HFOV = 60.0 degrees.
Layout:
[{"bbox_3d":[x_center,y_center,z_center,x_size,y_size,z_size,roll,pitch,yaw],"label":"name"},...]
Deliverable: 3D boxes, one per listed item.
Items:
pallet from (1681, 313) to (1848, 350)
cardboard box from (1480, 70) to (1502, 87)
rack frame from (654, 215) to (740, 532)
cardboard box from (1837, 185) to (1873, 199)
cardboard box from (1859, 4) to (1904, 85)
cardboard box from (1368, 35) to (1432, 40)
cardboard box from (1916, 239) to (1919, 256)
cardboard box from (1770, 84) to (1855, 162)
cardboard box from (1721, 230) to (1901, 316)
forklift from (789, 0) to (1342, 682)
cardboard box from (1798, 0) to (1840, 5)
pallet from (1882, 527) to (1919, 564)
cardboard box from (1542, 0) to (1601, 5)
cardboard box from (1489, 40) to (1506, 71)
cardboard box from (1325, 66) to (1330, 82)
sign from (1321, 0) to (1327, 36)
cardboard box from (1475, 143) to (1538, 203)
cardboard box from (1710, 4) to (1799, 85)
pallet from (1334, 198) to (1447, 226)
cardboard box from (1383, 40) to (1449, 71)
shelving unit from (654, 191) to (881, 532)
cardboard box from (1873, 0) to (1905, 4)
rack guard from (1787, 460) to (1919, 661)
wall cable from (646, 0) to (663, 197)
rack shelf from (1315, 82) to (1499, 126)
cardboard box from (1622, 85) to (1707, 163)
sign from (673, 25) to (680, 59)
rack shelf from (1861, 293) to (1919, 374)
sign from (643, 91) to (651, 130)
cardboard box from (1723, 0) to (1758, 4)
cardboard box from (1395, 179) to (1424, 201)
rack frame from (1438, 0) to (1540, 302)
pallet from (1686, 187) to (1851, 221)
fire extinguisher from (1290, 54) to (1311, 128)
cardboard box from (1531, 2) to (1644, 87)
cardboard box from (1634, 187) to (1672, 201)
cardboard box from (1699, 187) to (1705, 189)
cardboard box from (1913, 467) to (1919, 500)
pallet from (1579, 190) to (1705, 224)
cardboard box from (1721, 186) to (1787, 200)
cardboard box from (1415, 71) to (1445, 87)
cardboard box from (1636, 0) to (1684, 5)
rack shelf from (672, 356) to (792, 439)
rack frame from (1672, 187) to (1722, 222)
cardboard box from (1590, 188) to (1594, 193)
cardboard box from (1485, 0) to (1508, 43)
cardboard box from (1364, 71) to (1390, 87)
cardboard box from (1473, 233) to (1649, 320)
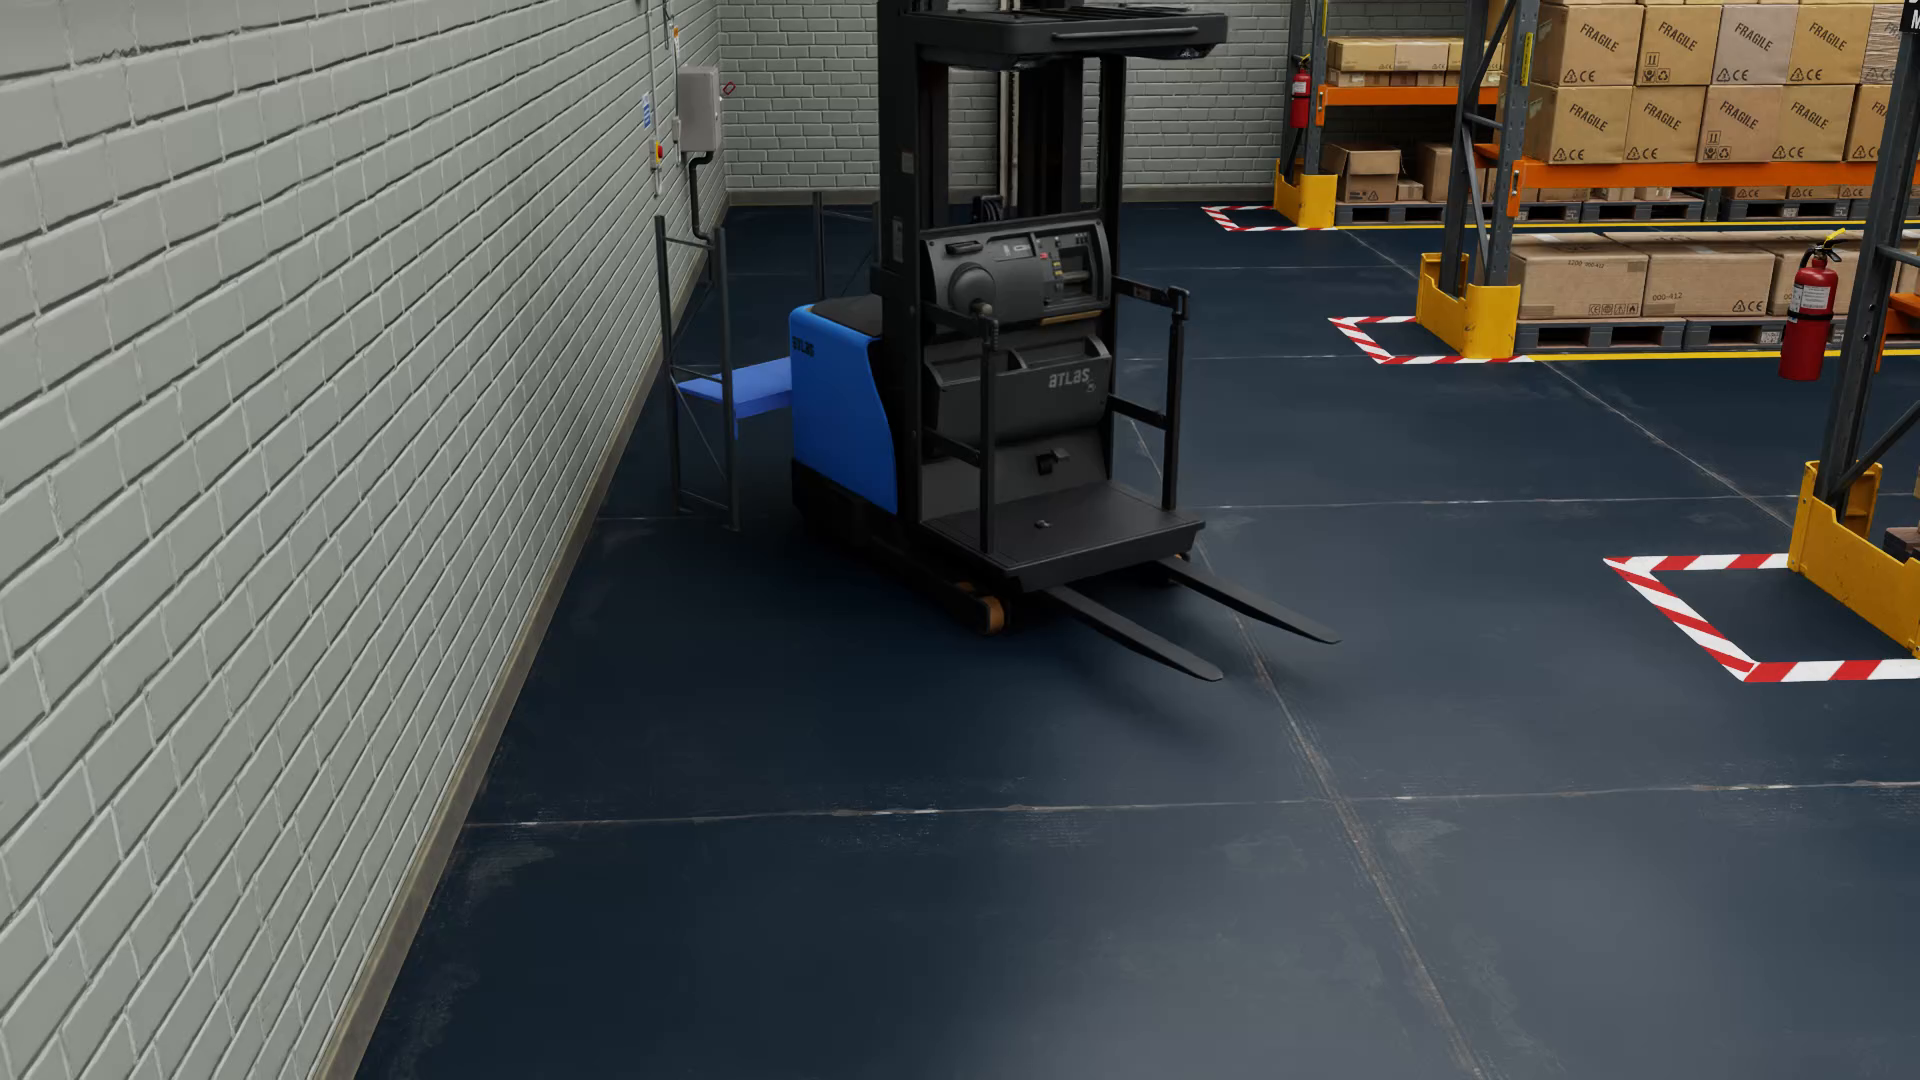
[{"bbox_3d":[5.629,-1.612,12.059,1.213,0.211,1.003,-1,21,-3],"label":"pallet"},{"bbox_3d":[4.966,-4.411,15.845,0.250,0.149,0.380,-2,21,-5],"label":"cardboard box"},{"bbox_3d":[-1.282,-0.804,8.124,0.500,1.500,0.032,19,28,40],"label":"rack frame"},{"bbox_3d":[8.852,-3.673,16.476,0.500,0.500,0.500,-2,21,-5],"label":"cardboard box"},{"bbox_3d":[6.143,-3.314,11.065,0.500,0.500,0.500,-1,21,-2],"label":"cardboard box"},{"bbox_3d":[4.292,-4.794,16.289,0.500,0.250,0.500,-1,21,-3],"label":"cardboard box"},{"bbox_3d":[4.437,-1.378,6.965,0.500,0.500,0.500,-1,21,-2],"label":"cardboard box"},{"bbox_3d":[5.627,-2.842,11.231,0.500,0.500,0.500,0,21,-1],"label":"cardboard box"},{"bbox_3d":[6.087,-1.935,11.998,0.875,0.438,0.875,-2,21,-5],"label":"cardboard box"},{"bbox_3d":[0.380,-1.158,7.043,1.130,2.935,3.031,-13,24,-31],"label":"forklift"},{"bbox_3d":[5.541,-3.590,10.878,0.250,0.149,0.380,-2,21,-4],"label":"cardboard box"},{"bbox_3d":[4.892,0.206,7.283,1.213,0.211,1.003,-1,21,-3],"label":"pallet"},{"bbox_3d":[3.990,-3.574,10.835,0.250,0.149,0.380,-1,21,-2],"label":"cardboard box"},{"bbox_3d":[5.320,-4.633,15.867,0.500,0.250,0.500,-2,21,-4],"label":"cardboard box"},{"bbox_3d":[3.648,-4.596,16.329,0.250,0.149,0.380,-1,21,-4],"label":"cardboard box"},{"bbox_3d":[3.364,-4.823,15.356,0.005,0.325,0.100,-1,21,-3],"label":"sign"},{"bbox_3d":[5.338,-3.597,16.275,0.500,0.500,0.500,-1,21,-2],"label":"cardboard box"},{"bbox_3d":[5.144,-3.297,11.018,0.500,0.500,0.500,-1,21,-3],"label":"cardboard box"},{"bbox_3d":[4.205,-3.326,16.560,1.213,0.211,1.003,-1,21,-3],"label":"pallet"},{"bbox_3d":[4.305,-4.604,15.790,0.500,0.250,0.500,-1,21,-2],"label":"cardboard box"},{"bbox_3d":[-0.931,-0.935,8.468,0.538,1.500,1.048,19,28,40],"label":"shelving unit"},{"bbox_3d":[6.044,-3.623,10.965,0.250,0.149,0.380,-2,21,-4],"label":"cardboard box"},{"bbox_3d":[4.079,0.075,7.221,0.348,0.500,1.175,-1,21,-3],"label":"rack guard"},{"bbox_3d":[-2.008,-3.214,10.876,0.123,1.953,0.585,-1,21,-3],"label":"wall cable"},{"bbox_3d":[5.330,-4.315,16.251,4.000,0.370,1.077,-1,21,-3],"label":"rack shelf"},{"bbox_3d":[4.619,-2.822,11.178,0.500,0.500,0.500,-1,21,-4],"label":"cardboard box"},{"bbox_3d":[-2.186,-3.836,12.821,0.001,0.242,0.339,-1,21,-3],"label":"sign"},{"bbox_3d":[6.000,-0.796,7.007,4.000,0.370,1.077,-1,21,-3],"label":"rack shelf"},{"bbox_3d":[-2.067,-2.833,10.966,0.001,0.218,0.327,-1,21,-3],"label":"sign"},{"bbox_3d":[5.035,-3.605,10.916,0.250,0.149,0.380,-1,21,-3],"label":"cardboard box"},{"bbox_3d":[4.375,-3.448,16.379,0.250,0.149,0.380,-2,21,-5],"label":"cardboard box"},{"bbox_3d":[3.620,-2.848,11.385,0.127,3.000,1.000,-1,21,-3],"label":"rack frame"},{"bbox_3d":[8.136,-3.419,16.804,1.213,0.211,1.003,-1,21,-3],"label":"pallet"},{"bbox_3d":[3.212,-4.233,15.657,0.183,0.674,0.296,-1,21,-3],"label":"fire extinguisher"},{"bbox_3d":[4.115,-3.270,10.949,0.500,0.500,0.500,-2,21,-4],"label":"cardboard box"},{"bbox_3d":[6.787,-3.441,16.358,0.250,0.149,0.380,-2,21,-5],"label":"cardboard box"},{"bbox_3d":[7.800,-3.835,16.902,0.500,0.500,0.500,-1,21,-3],"label":"cardboard box"},{"bbox_3d":[4.514,-0.206,7.446,0.250,0.149,0.380,-2,21,-5],"label":"cardboard box"},{"bbox_3d":[6.641,-3.375,16.690,1.213,0.211,1.003,-1,21,-3],"label":"pallet"},{"bbox_3d":[7.822,-3.650,16.416,0.500,0.500,0.500,0,21,-1],"label":"cardboard box"},{"bbox_3d":[4.444,-4.425,15.882,0.250,0.149,0.380,-1,21,-1],"label":"cardboard box"},{"bbox_3d":[4.514,-3.569,10.822,0.250,0.149,0.380,-1,21,-1],"label":"cardboard box"},{"bbox_3d":[-0.931,-0.767,8.532,0.538,0.185,1.000,19,28,40],"label":"rack shelf"},{"bbox_3d":[7.326,-4.692,16.230,0.127,3.000,1.000,-1,21,-3],"label":"rack frame"},{"bbox_3d":[6.220,-3.618,16.824,0.250,0.149,0.380,-1,21,-4],"label":"cardboard box"},{"bbox_3d":[5.299,-4.974,15.710,0.500,0.500,0.500,-1,21,-2],"label":"cardboard box"},{"bbox_3d":[3.928,-4.424,15.879,0.250,0.149,0.380,-1,21,-2],"label":"cardboard box"},{"bbox_3d":[4.273,-1.896,11.895,0.875,0.438,0.875,-2,21,-5],"label":"cardboard box"}]
